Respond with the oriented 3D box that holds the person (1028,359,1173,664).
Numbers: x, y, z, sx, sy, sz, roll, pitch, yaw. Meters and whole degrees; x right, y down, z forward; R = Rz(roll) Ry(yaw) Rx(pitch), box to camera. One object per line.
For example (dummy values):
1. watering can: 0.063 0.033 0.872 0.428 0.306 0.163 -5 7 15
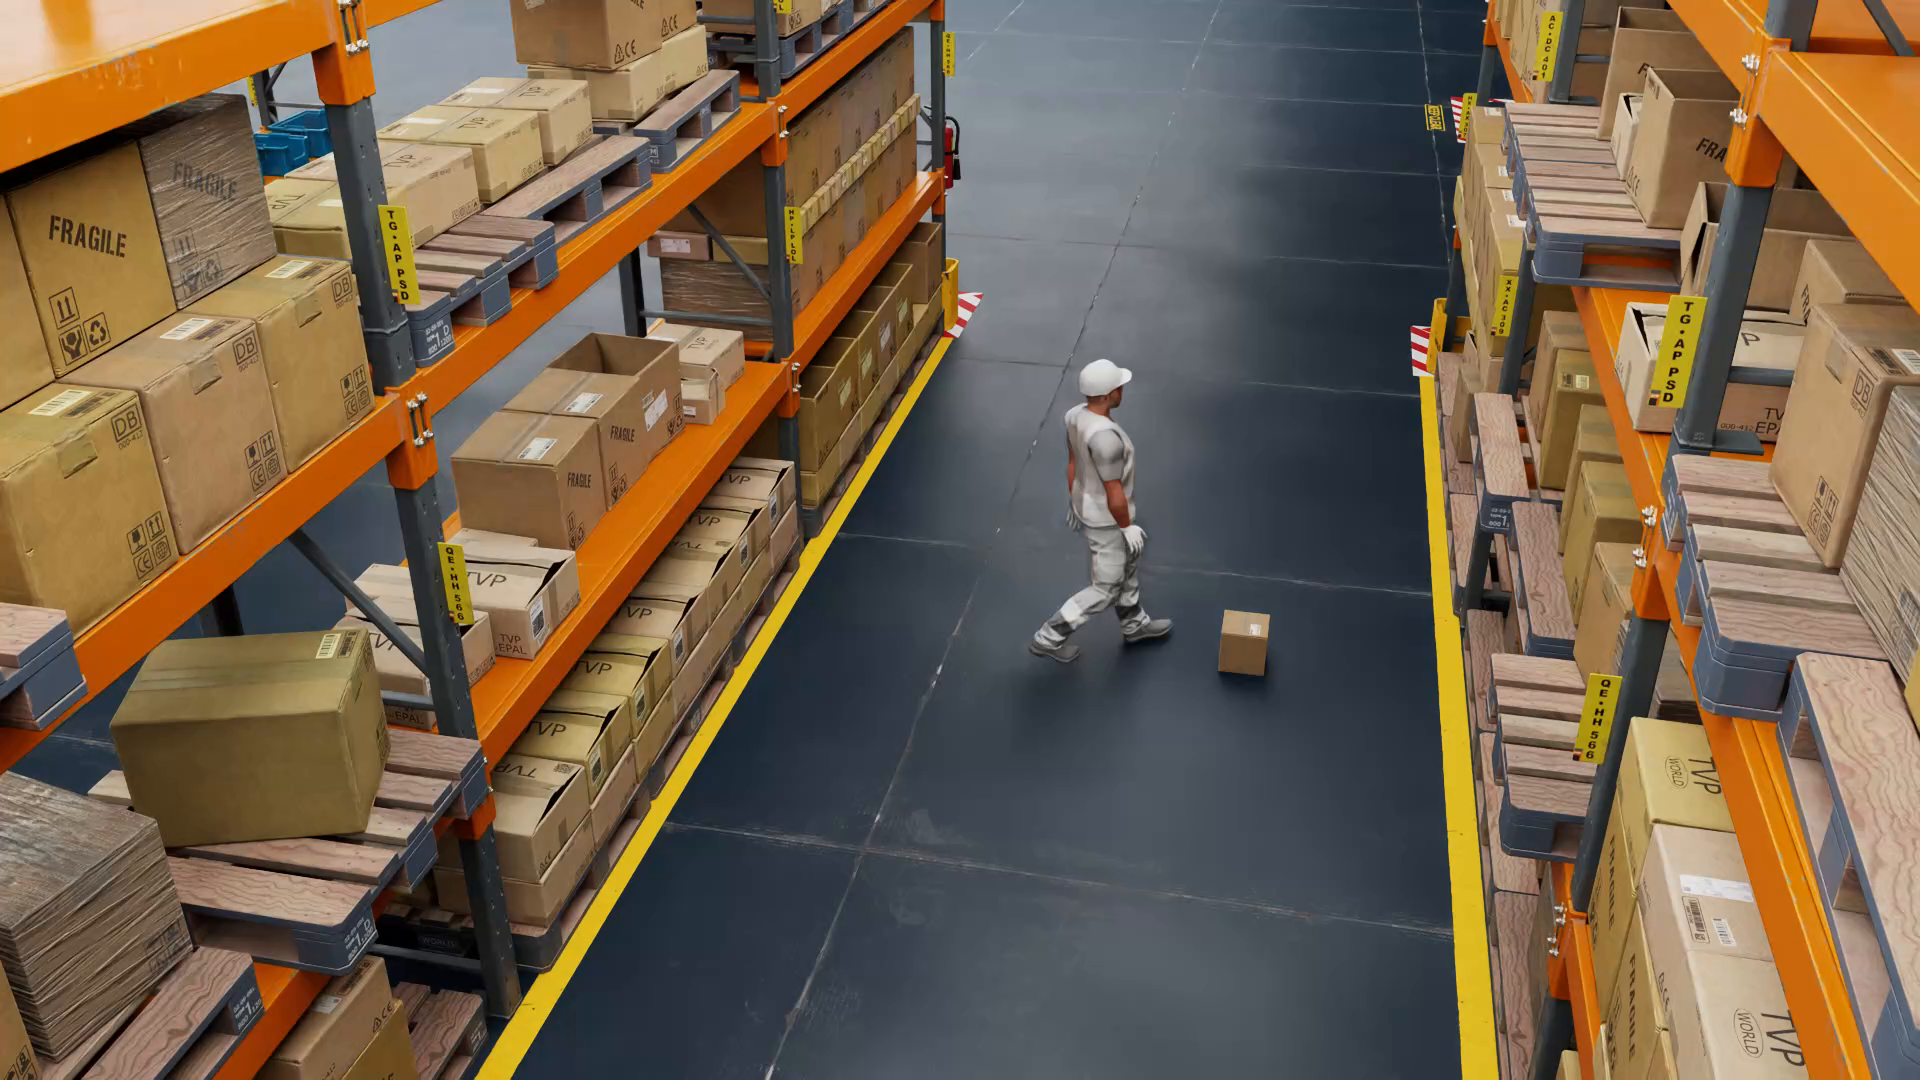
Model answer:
1. person: 0.792 -0.139 8.855 0.910 1.764 0.548 -5 29 -10
